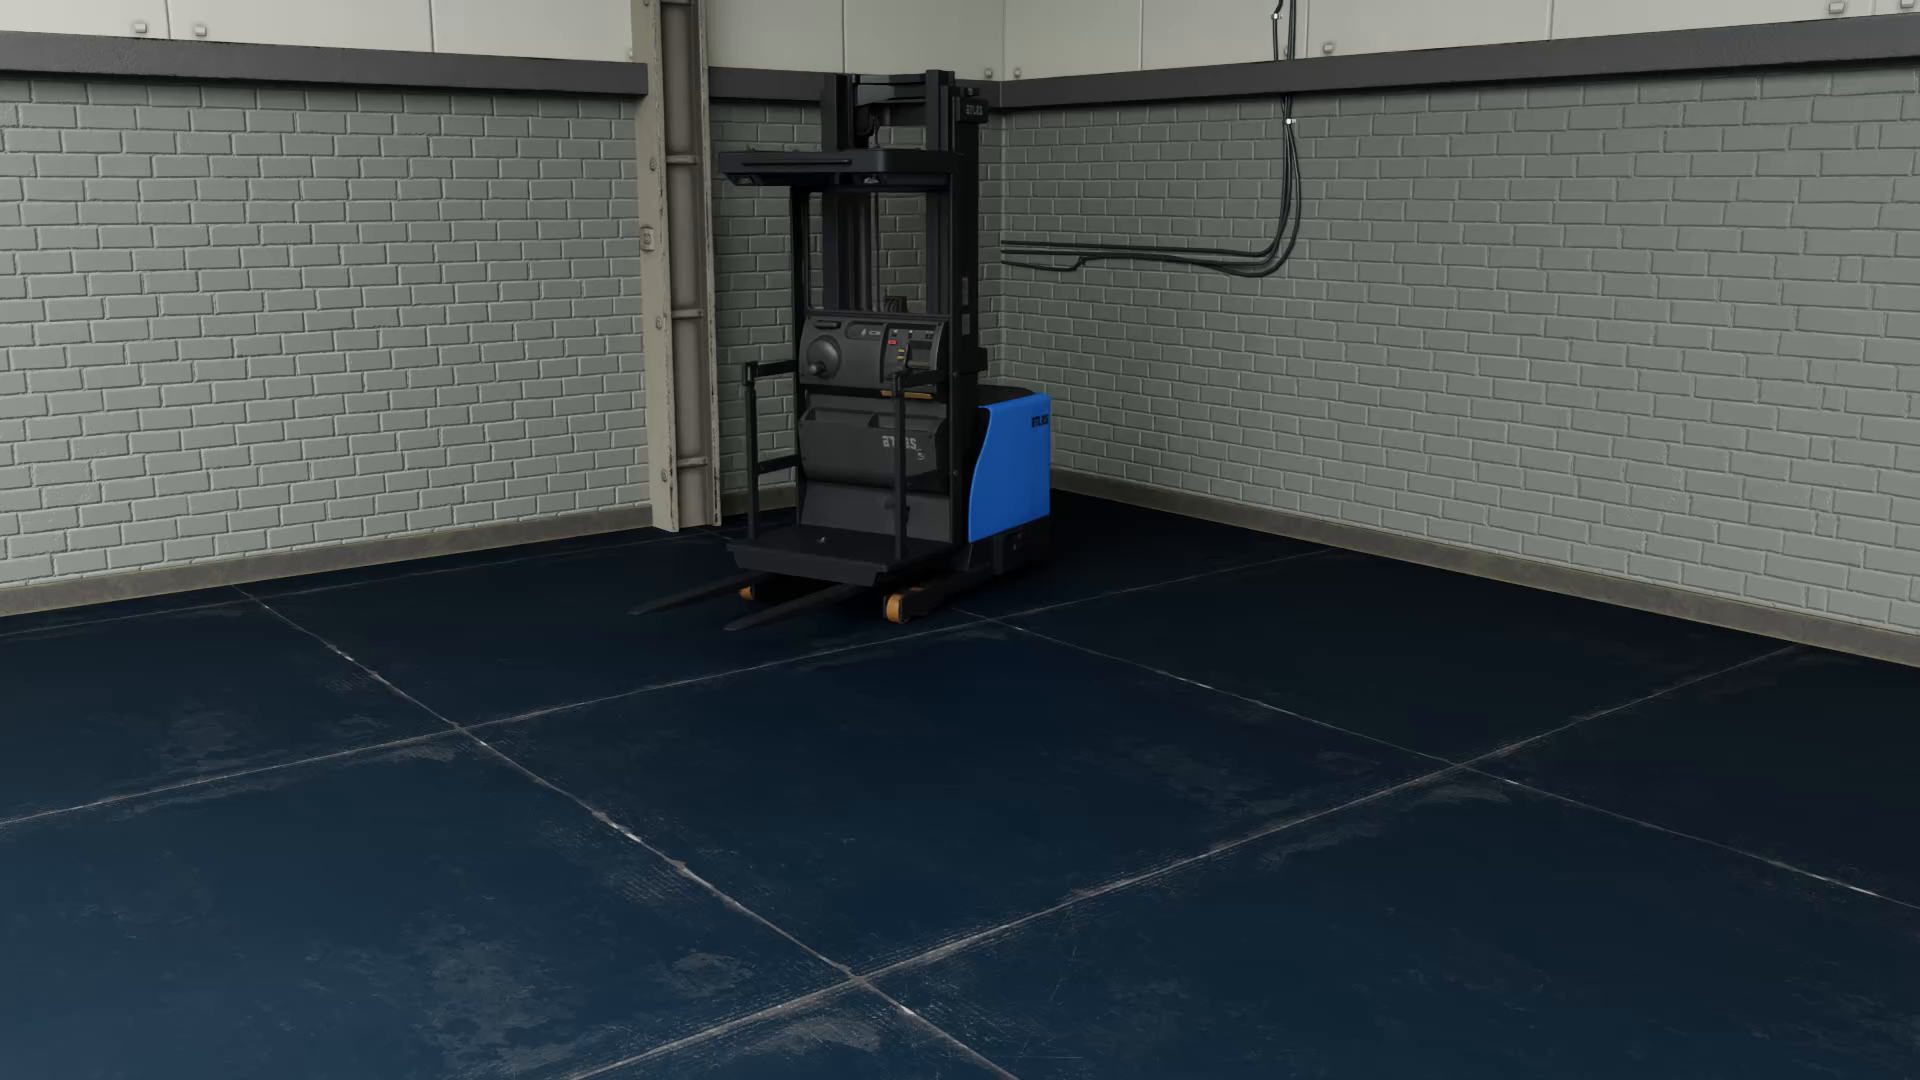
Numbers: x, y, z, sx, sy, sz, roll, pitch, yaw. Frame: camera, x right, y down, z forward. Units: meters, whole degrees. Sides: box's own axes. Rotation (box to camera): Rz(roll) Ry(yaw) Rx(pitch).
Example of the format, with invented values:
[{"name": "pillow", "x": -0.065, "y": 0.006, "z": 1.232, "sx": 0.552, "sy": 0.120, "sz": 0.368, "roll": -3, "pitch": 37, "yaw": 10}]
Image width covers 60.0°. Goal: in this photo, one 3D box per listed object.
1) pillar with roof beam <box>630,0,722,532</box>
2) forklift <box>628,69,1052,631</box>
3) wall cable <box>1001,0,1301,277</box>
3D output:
[{"name": "pillar with roof beam", "x": 0.779, "y": -3.808, "z": 7.395, "sx": 0.400, "sy": 9.000, "sz": 9.100, "roll": -9, "pitch": 15, "yaw": -38}, {"name": "forklift", "x": -0.610, "y": -1.087, "z": 9.192, "sx": 1.130, "sy": 2.935, "sz": 3.031, "roll": 7, "pitch": 14, "yaw": 30}, {"name": "wall cable", "x": 1.216, "y": -3.155, "z": 11.796, "sx": 0.112, "sy": 2.526, "sz": 3.097, "roll": -9, "pitch": 15, "yaw": -38}]
